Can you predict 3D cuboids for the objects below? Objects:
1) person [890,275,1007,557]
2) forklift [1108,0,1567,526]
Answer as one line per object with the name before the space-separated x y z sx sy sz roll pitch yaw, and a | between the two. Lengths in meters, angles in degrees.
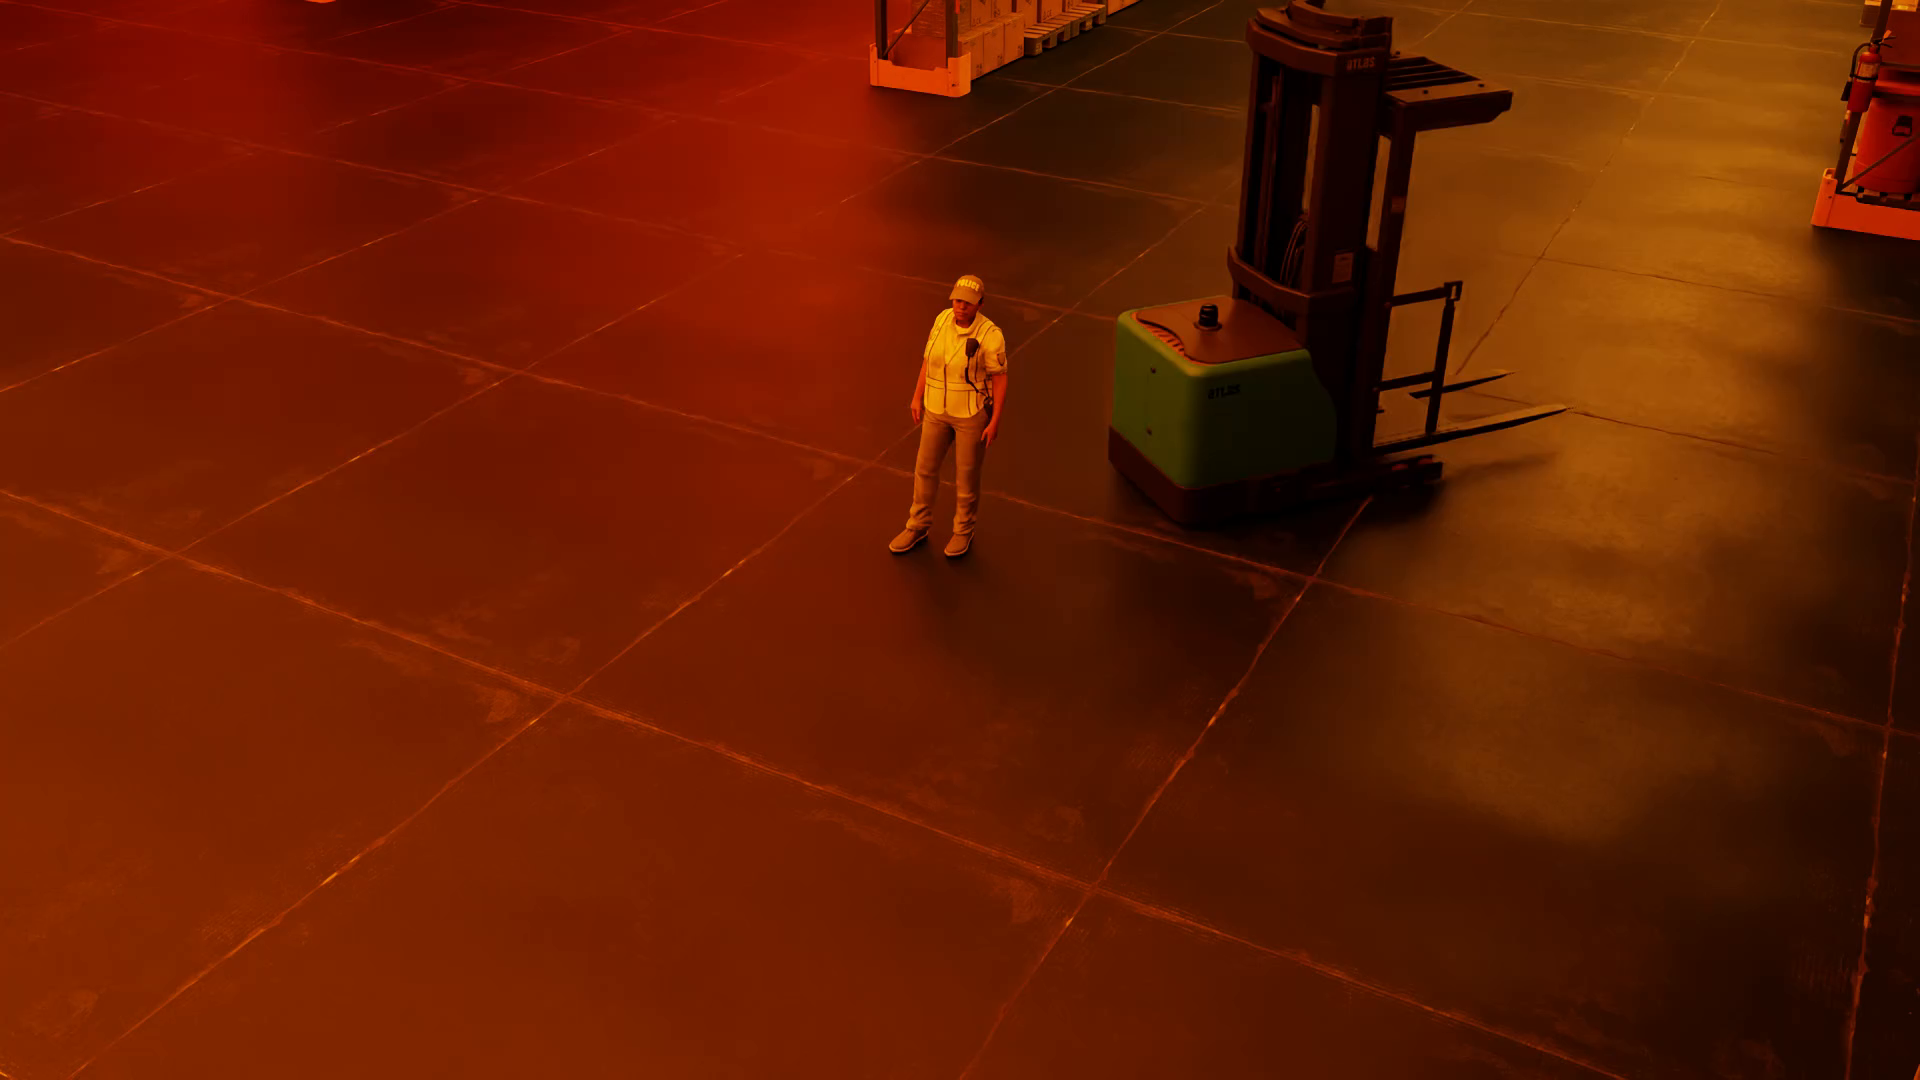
person | -0.057 -0.700 9.534 0.598 1.670 0.529 15 33 25
forklift | 2.526 -1.819 10.223 3.031 2.935 1.130 -12 32 -19
